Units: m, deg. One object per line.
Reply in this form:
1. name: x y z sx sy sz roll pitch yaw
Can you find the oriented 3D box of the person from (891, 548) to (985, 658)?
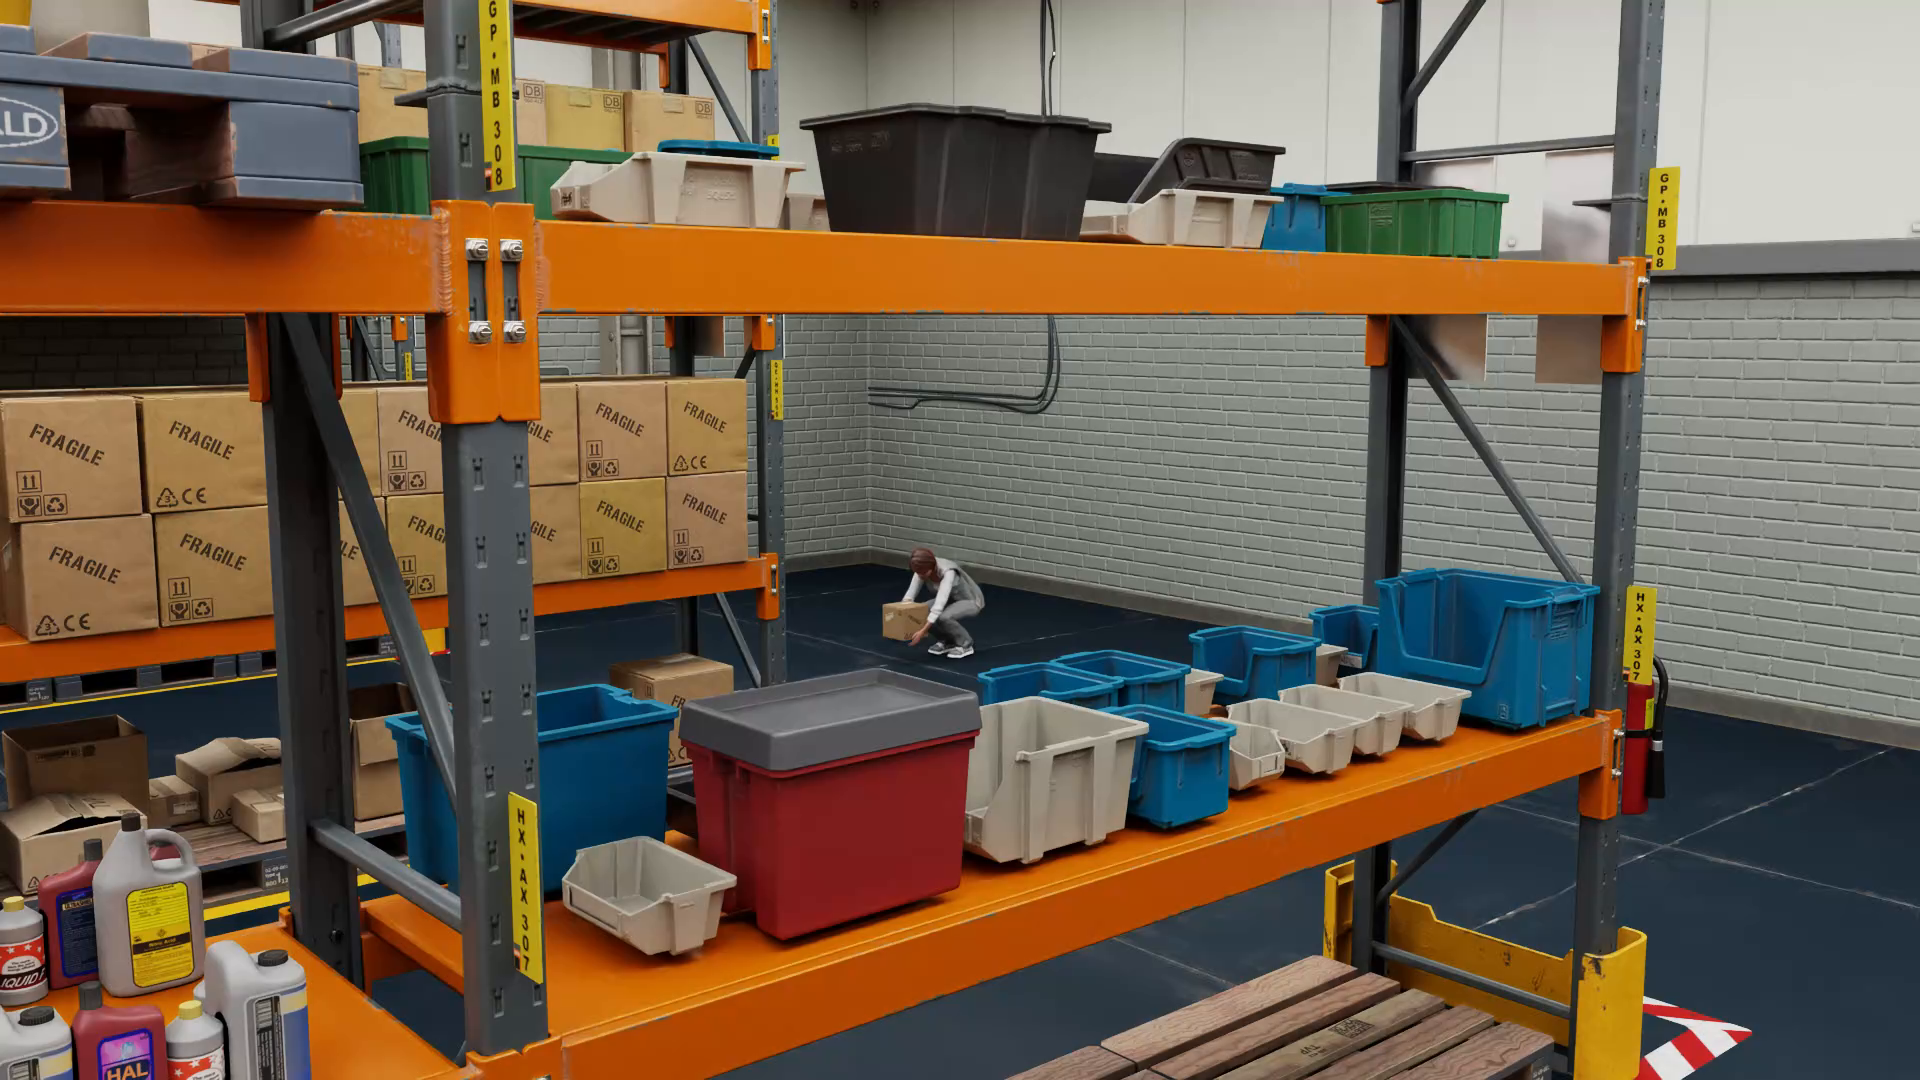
1. person: -0.147 0.479 12.947 0.808 0.888 0.459 -7 10 -41
